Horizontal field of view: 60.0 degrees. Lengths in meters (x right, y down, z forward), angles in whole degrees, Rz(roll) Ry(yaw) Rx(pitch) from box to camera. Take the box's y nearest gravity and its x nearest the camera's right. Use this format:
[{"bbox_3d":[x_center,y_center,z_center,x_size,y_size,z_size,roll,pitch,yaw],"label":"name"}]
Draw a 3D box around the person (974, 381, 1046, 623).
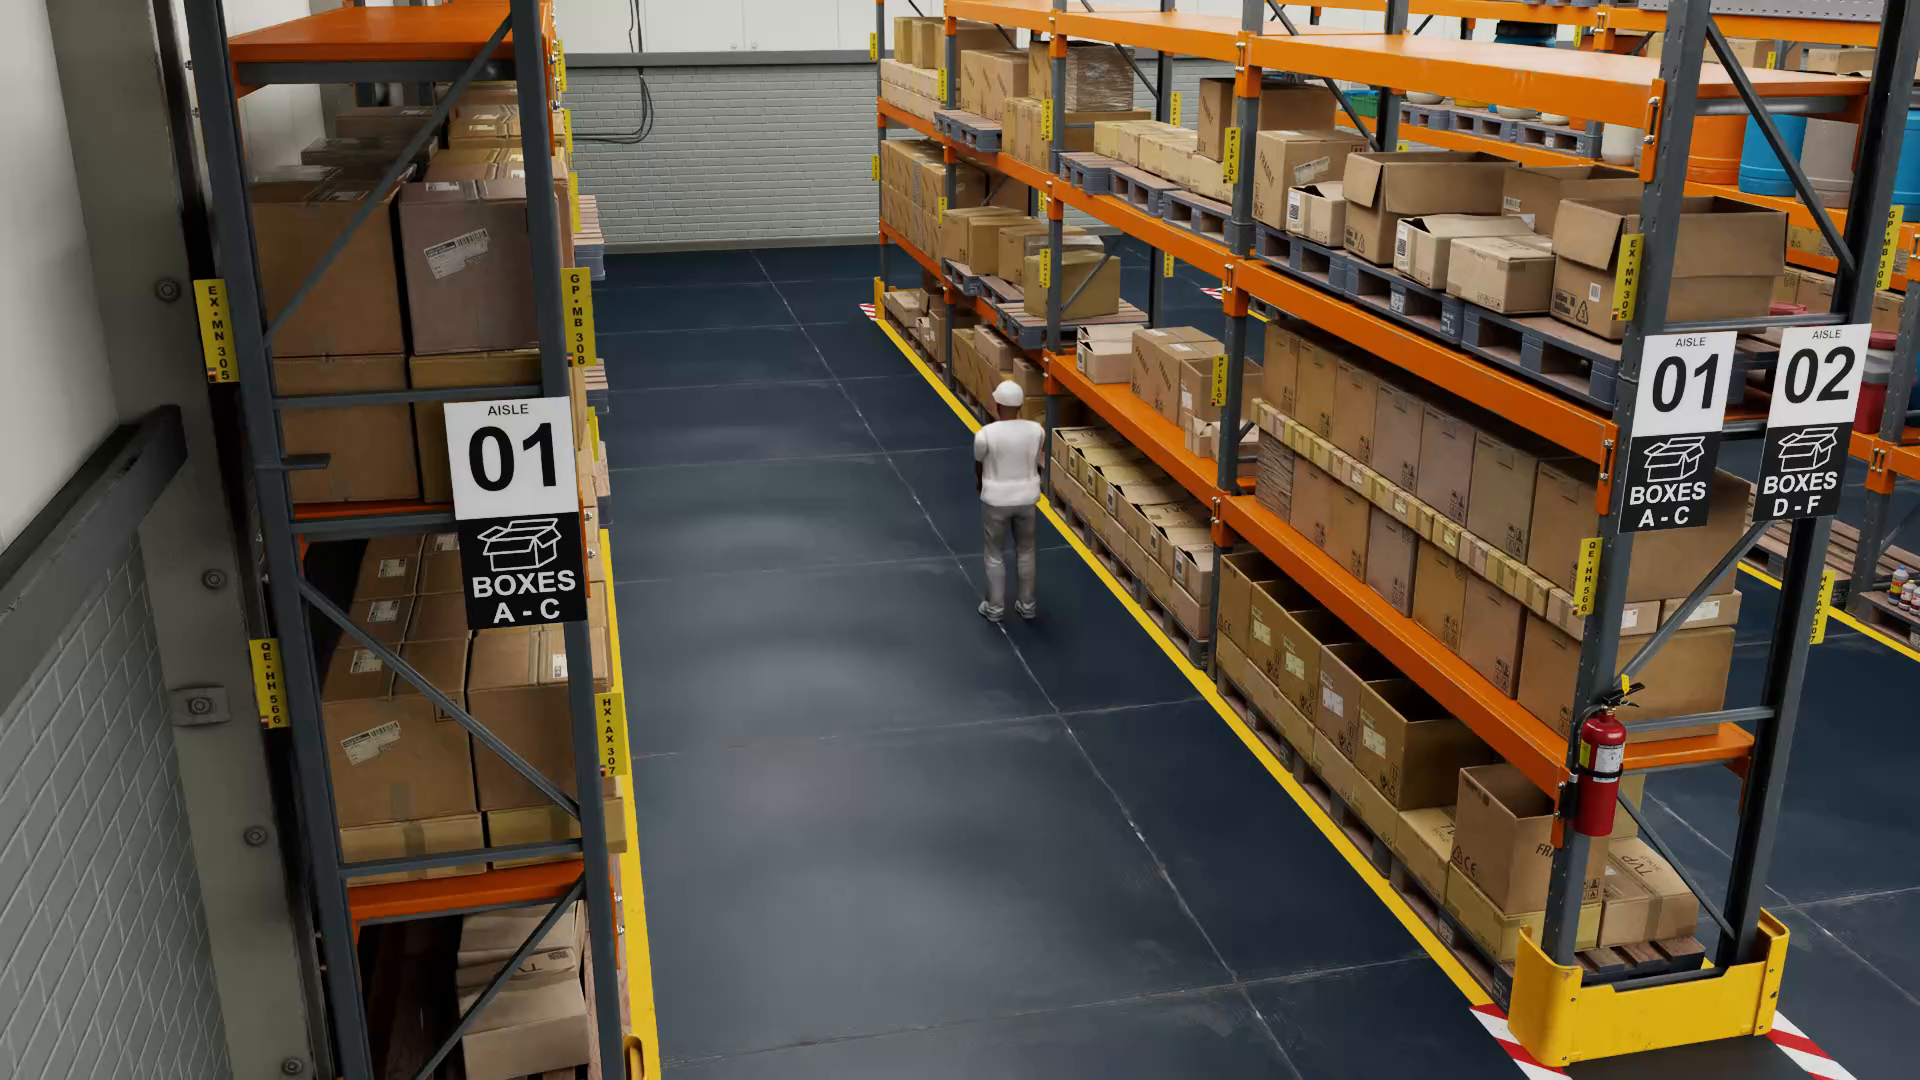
[{"bbox_3d":[0.321,-0.307,11.908,0.504,1.761,0.566,-4,20,-12],"label":"person"}]
